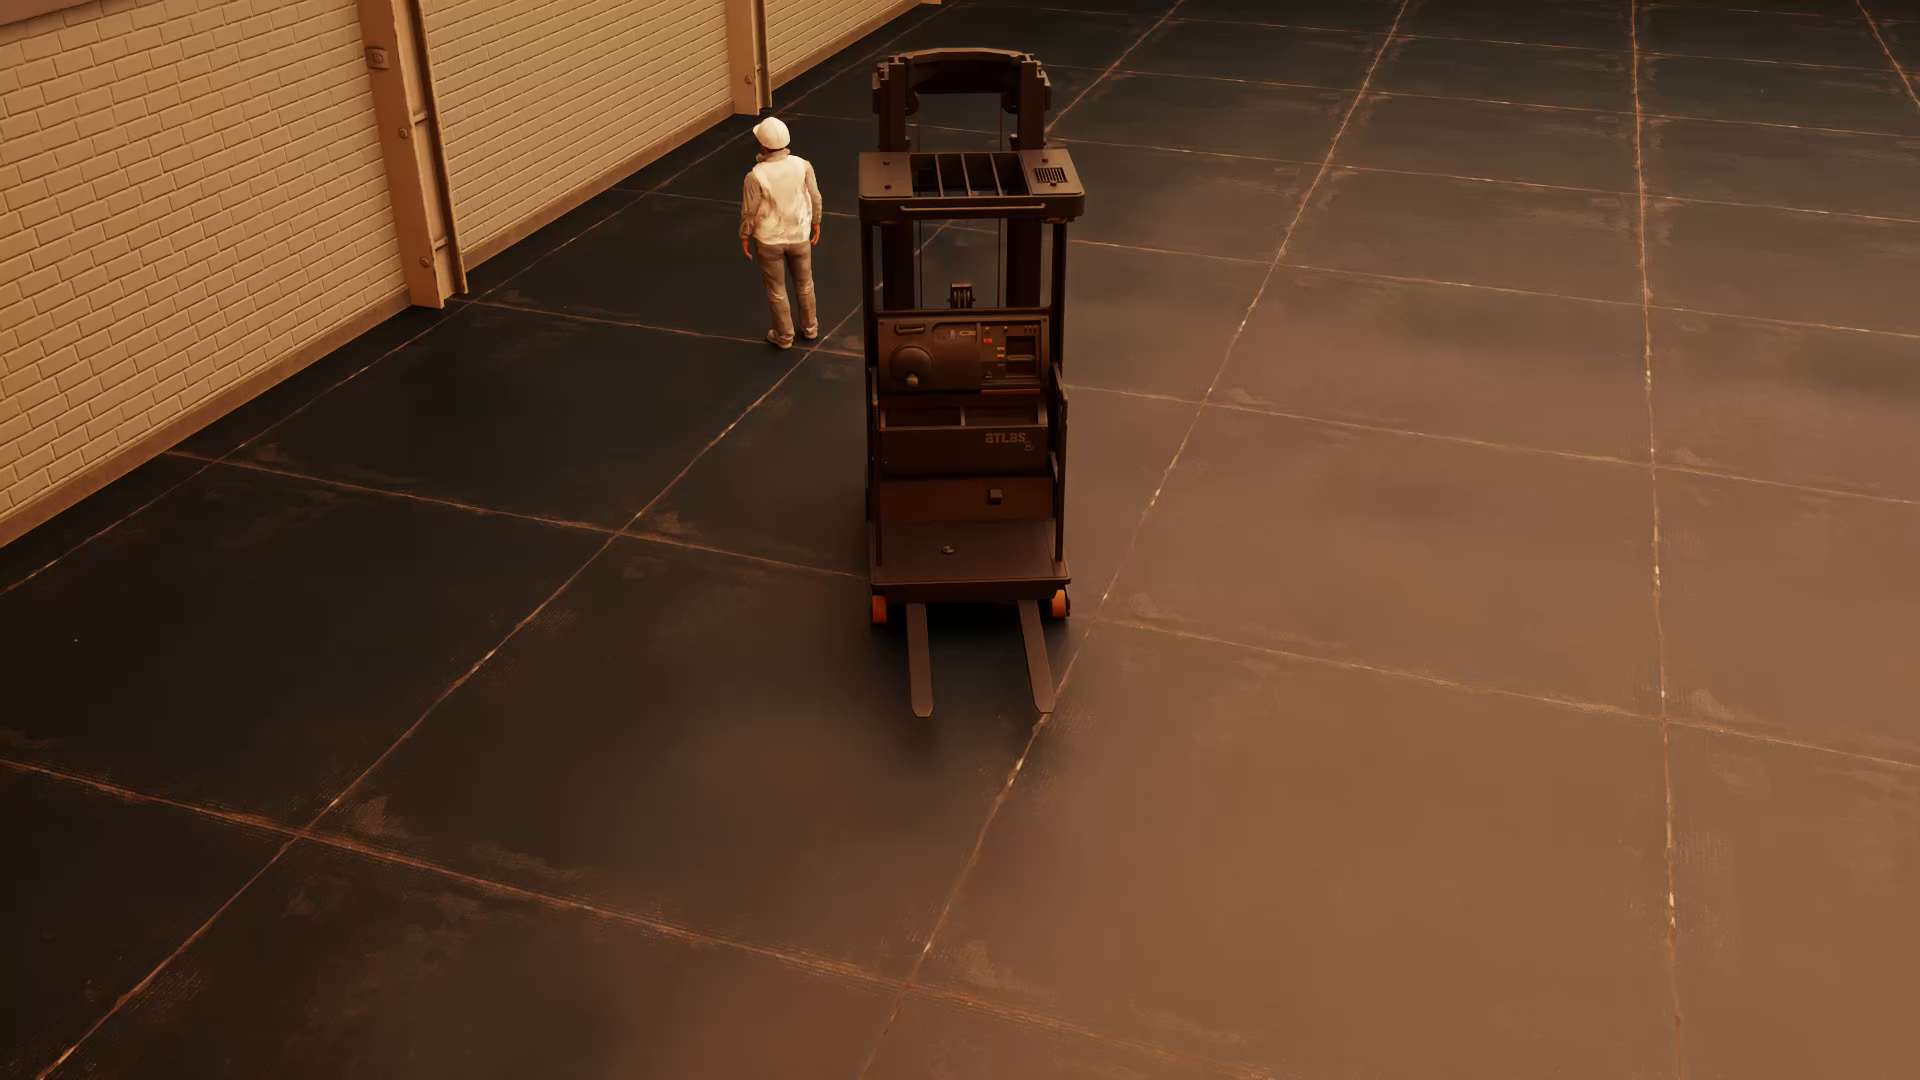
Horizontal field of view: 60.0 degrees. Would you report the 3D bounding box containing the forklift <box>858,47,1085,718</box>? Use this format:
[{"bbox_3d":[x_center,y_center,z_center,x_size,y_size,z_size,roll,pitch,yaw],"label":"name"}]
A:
[{"bbox_3d":[0.035,-0.972,8.842,1.130,2.935,3.031,-2,30,-3],"label":"forklift"}]

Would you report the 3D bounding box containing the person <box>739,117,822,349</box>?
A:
[{"bbox_3d":[-1.334,-2.277,12.285,0.632,1.773,0.569,-12,32,-19],"label":"person"}]
